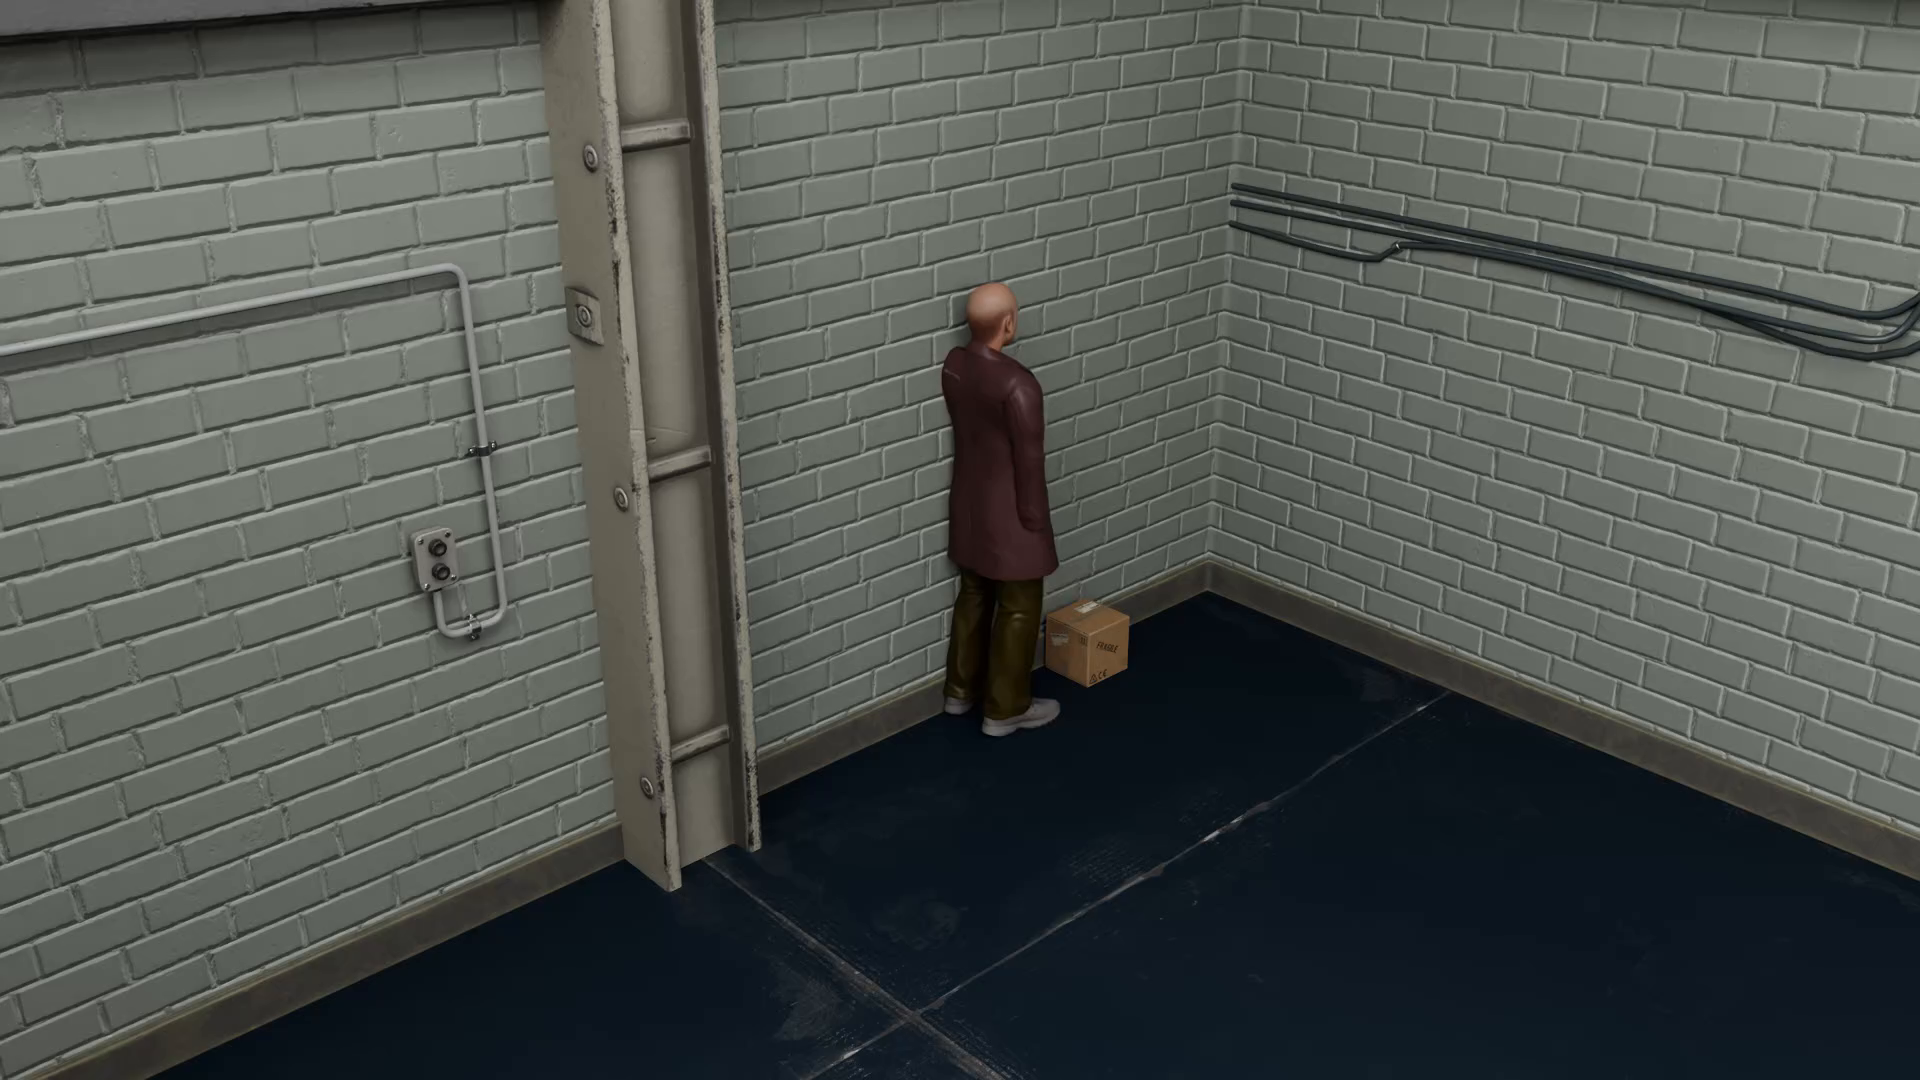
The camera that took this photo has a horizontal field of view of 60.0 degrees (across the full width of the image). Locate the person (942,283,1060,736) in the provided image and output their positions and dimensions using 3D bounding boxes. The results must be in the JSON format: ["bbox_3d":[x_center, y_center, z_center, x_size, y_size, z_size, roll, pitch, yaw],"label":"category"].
[{"bbox_3d":[0.138,-0.122,6.409,0.380,1.781,0.562,-20,31,-38],"label":"person"}]
